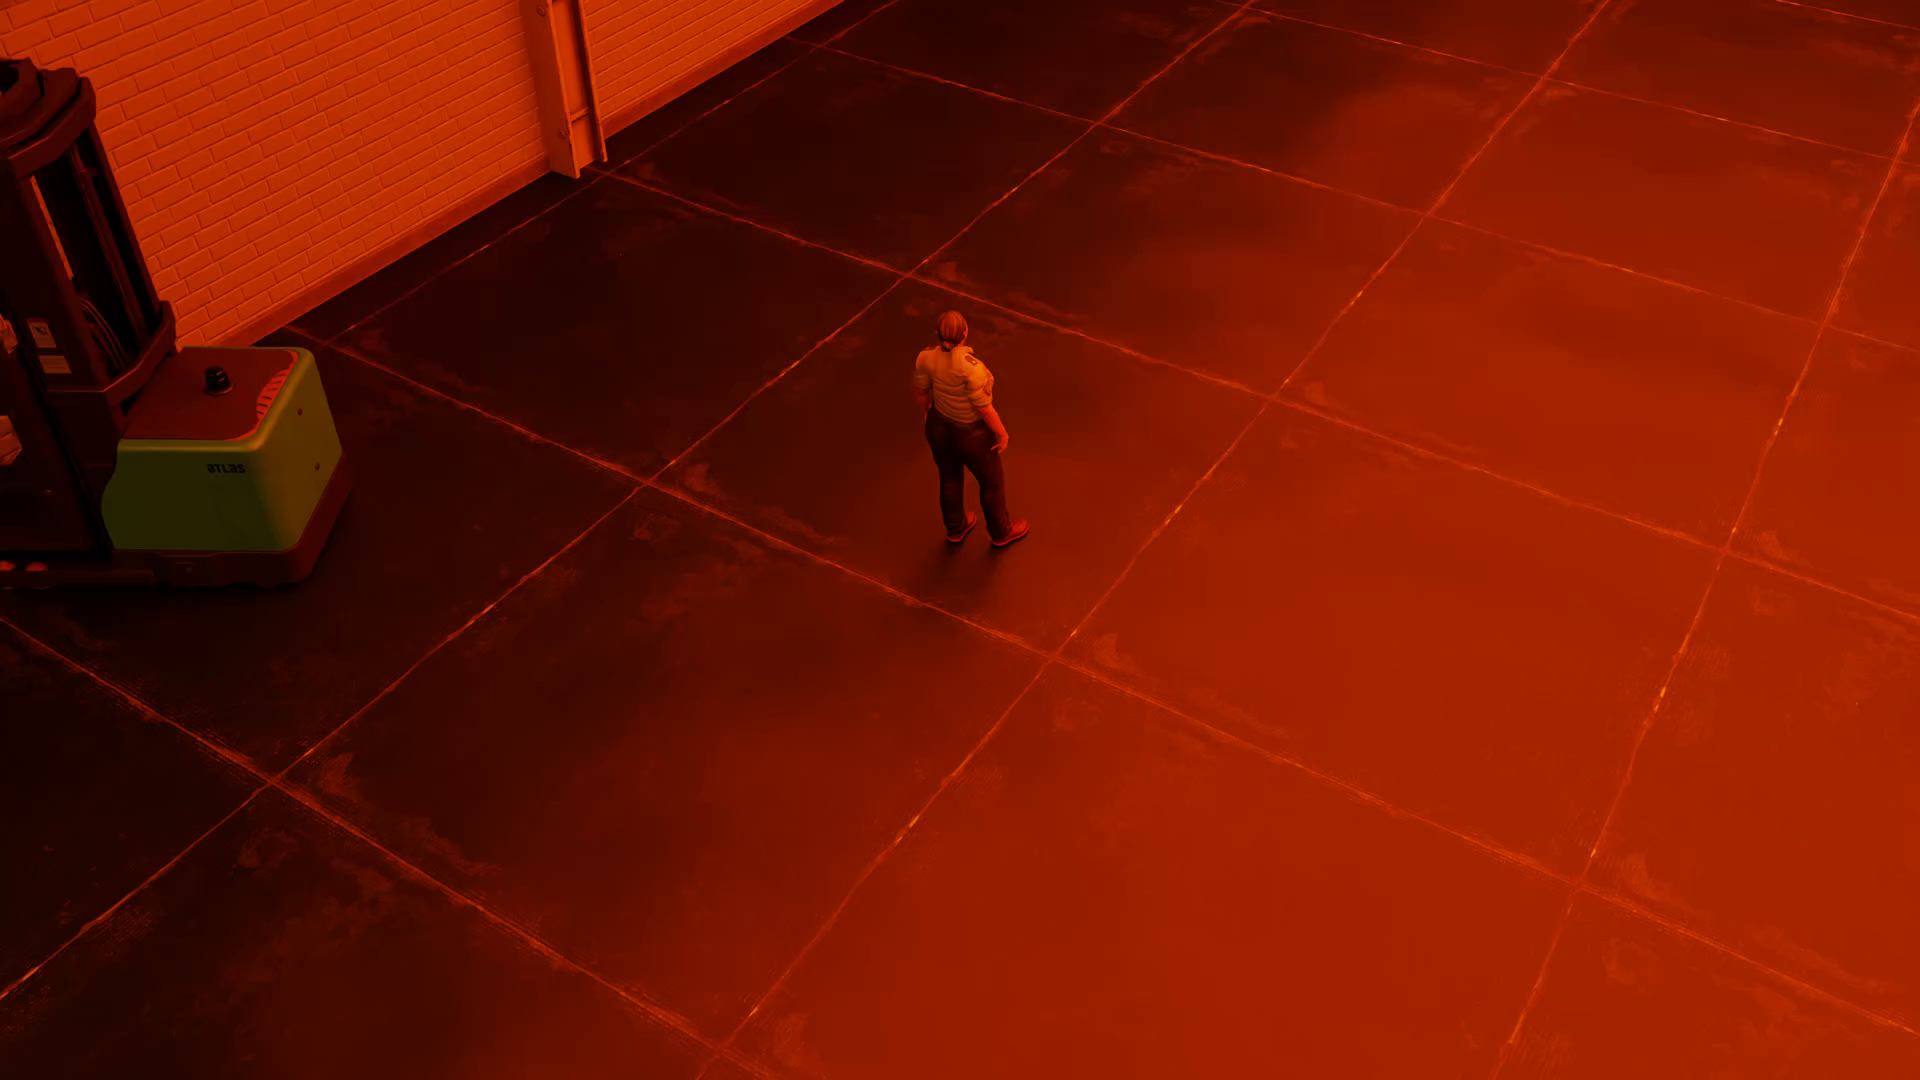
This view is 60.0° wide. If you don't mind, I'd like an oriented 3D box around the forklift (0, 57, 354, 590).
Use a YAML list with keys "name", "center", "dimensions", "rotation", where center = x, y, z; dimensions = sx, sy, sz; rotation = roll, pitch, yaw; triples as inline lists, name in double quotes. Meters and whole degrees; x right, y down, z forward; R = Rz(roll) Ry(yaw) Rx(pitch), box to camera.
- name: "forklift"
  center: [-5.367, -1.166, 9.342]
  dimensions: [3.031, 2.935, 1.130]
  rotation: [1, 40, 1]

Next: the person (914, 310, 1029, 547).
- name: "person"
  center: [0.067, -0.676, 9.744]
  dimensions: [0.598, 1.651, 0.503]
  rotation: [22, 45, 24]
